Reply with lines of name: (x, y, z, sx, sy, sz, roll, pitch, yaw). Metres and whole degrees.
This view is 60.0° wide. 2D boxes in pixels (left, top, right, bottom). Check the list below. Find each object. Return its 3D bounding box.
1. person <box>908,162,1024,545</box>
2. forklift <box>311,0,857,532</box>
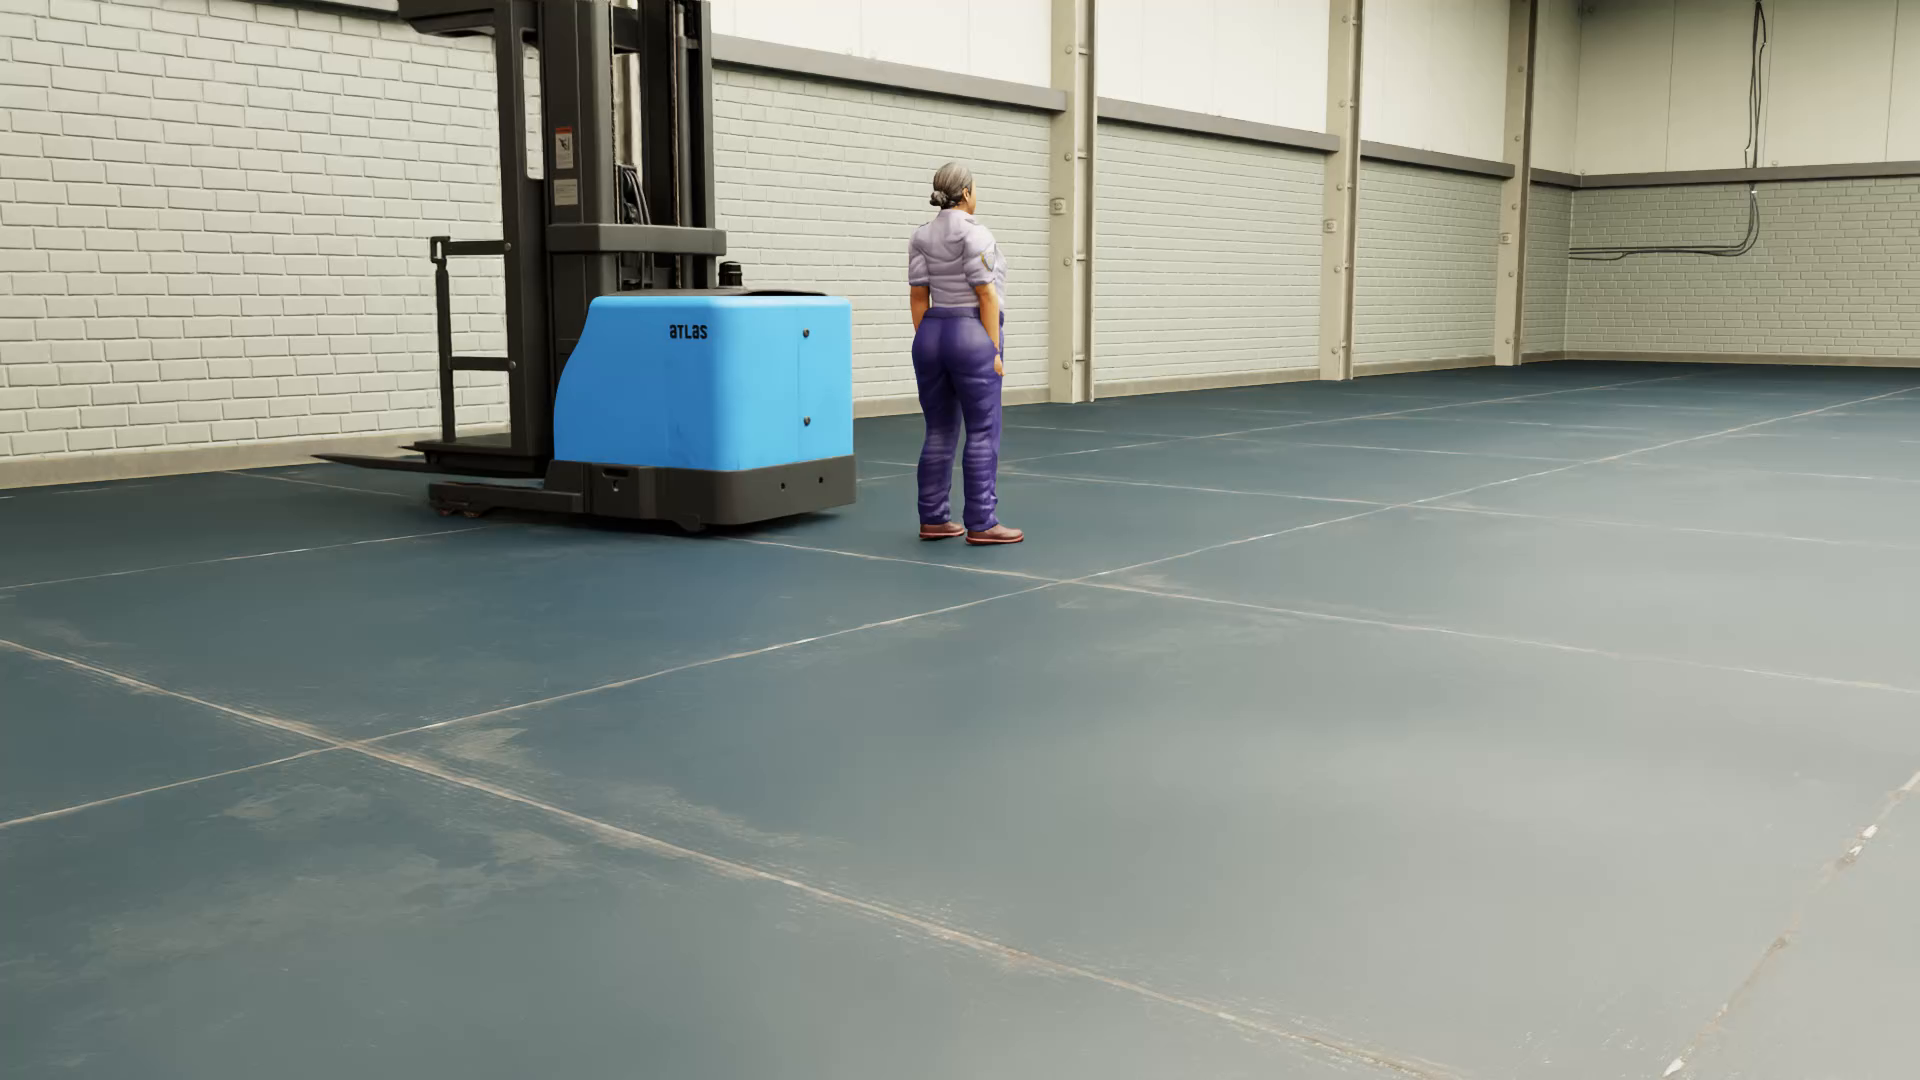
person: (0.011, -0.811, 7.285, 0.476, 1.651, 0.361, 7, 11, 38)
forklift: (-2.039, -1.617, 8.329, 3.031, 2.935, 1.130, 5, 10, 30)
